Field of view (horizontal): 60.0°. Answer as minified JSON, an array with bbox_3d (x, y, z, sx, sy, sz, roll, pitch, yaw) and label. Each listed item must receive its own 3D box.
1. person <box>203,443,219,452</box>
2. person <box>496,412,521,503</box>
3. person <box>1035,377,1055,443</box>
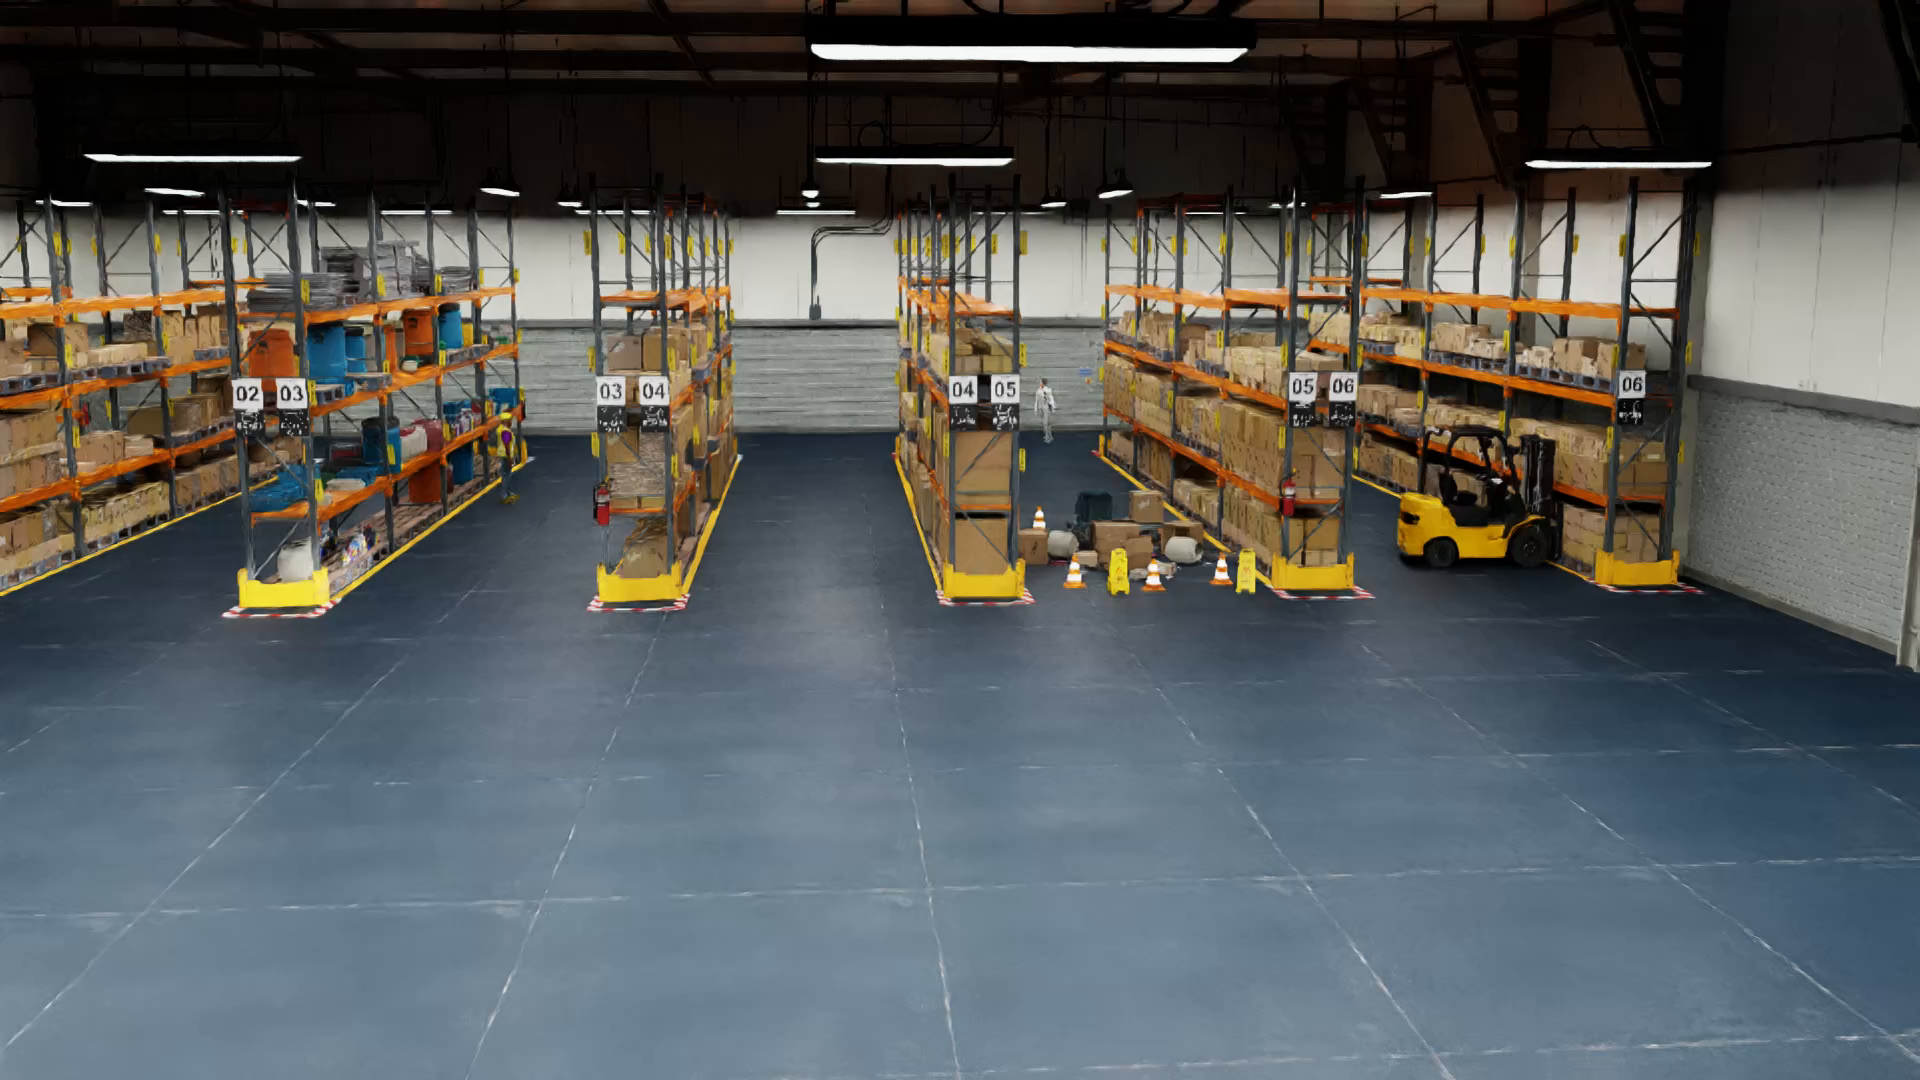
[{"bbox_3d":[-17.496,-2.695,38.776,0.528,1.776,0.670,0,10,-2],"label":"person"},{"bbox_3d":[-8.911,-1.653,32.863,0.464,1.772,0.645,-4,11,-24],"label":"person"},{"bbox_3d":[2.212,-3.381,43.112,0.513,1.713,0.568,-9,13,-42],"label":"person"}]
